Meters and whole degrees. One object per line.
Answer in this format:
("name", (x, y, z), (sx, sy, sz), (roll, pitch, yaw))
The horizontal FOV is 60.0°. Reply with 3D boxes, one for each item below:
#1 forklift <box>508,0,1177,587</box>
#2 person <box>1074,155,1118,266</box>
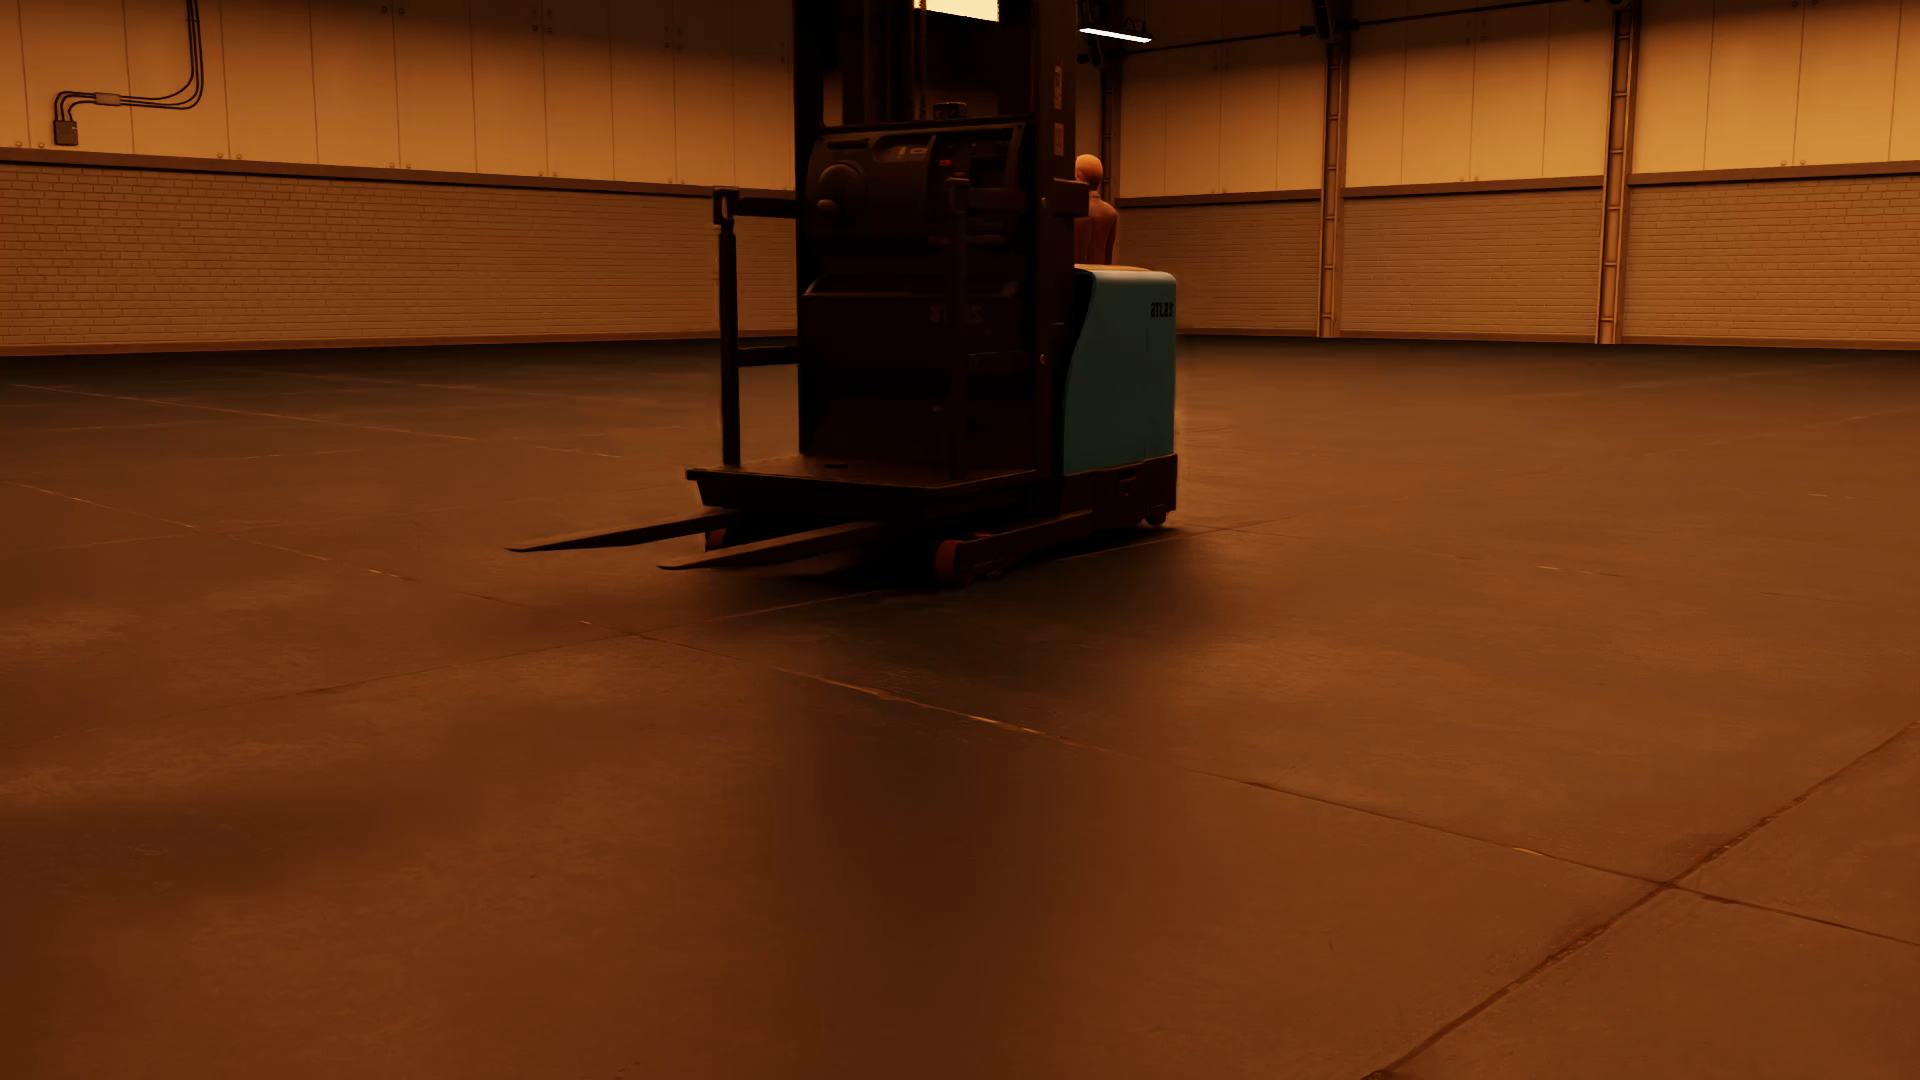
("forklift", (-0.286, -1.367, 5.952), (1.130, 2.935, 3.031), (5, 10, 32))
("person", (0.677, -1.376, 9.881), (0.390, 1.782, 0.556), (5, 10, 28))
